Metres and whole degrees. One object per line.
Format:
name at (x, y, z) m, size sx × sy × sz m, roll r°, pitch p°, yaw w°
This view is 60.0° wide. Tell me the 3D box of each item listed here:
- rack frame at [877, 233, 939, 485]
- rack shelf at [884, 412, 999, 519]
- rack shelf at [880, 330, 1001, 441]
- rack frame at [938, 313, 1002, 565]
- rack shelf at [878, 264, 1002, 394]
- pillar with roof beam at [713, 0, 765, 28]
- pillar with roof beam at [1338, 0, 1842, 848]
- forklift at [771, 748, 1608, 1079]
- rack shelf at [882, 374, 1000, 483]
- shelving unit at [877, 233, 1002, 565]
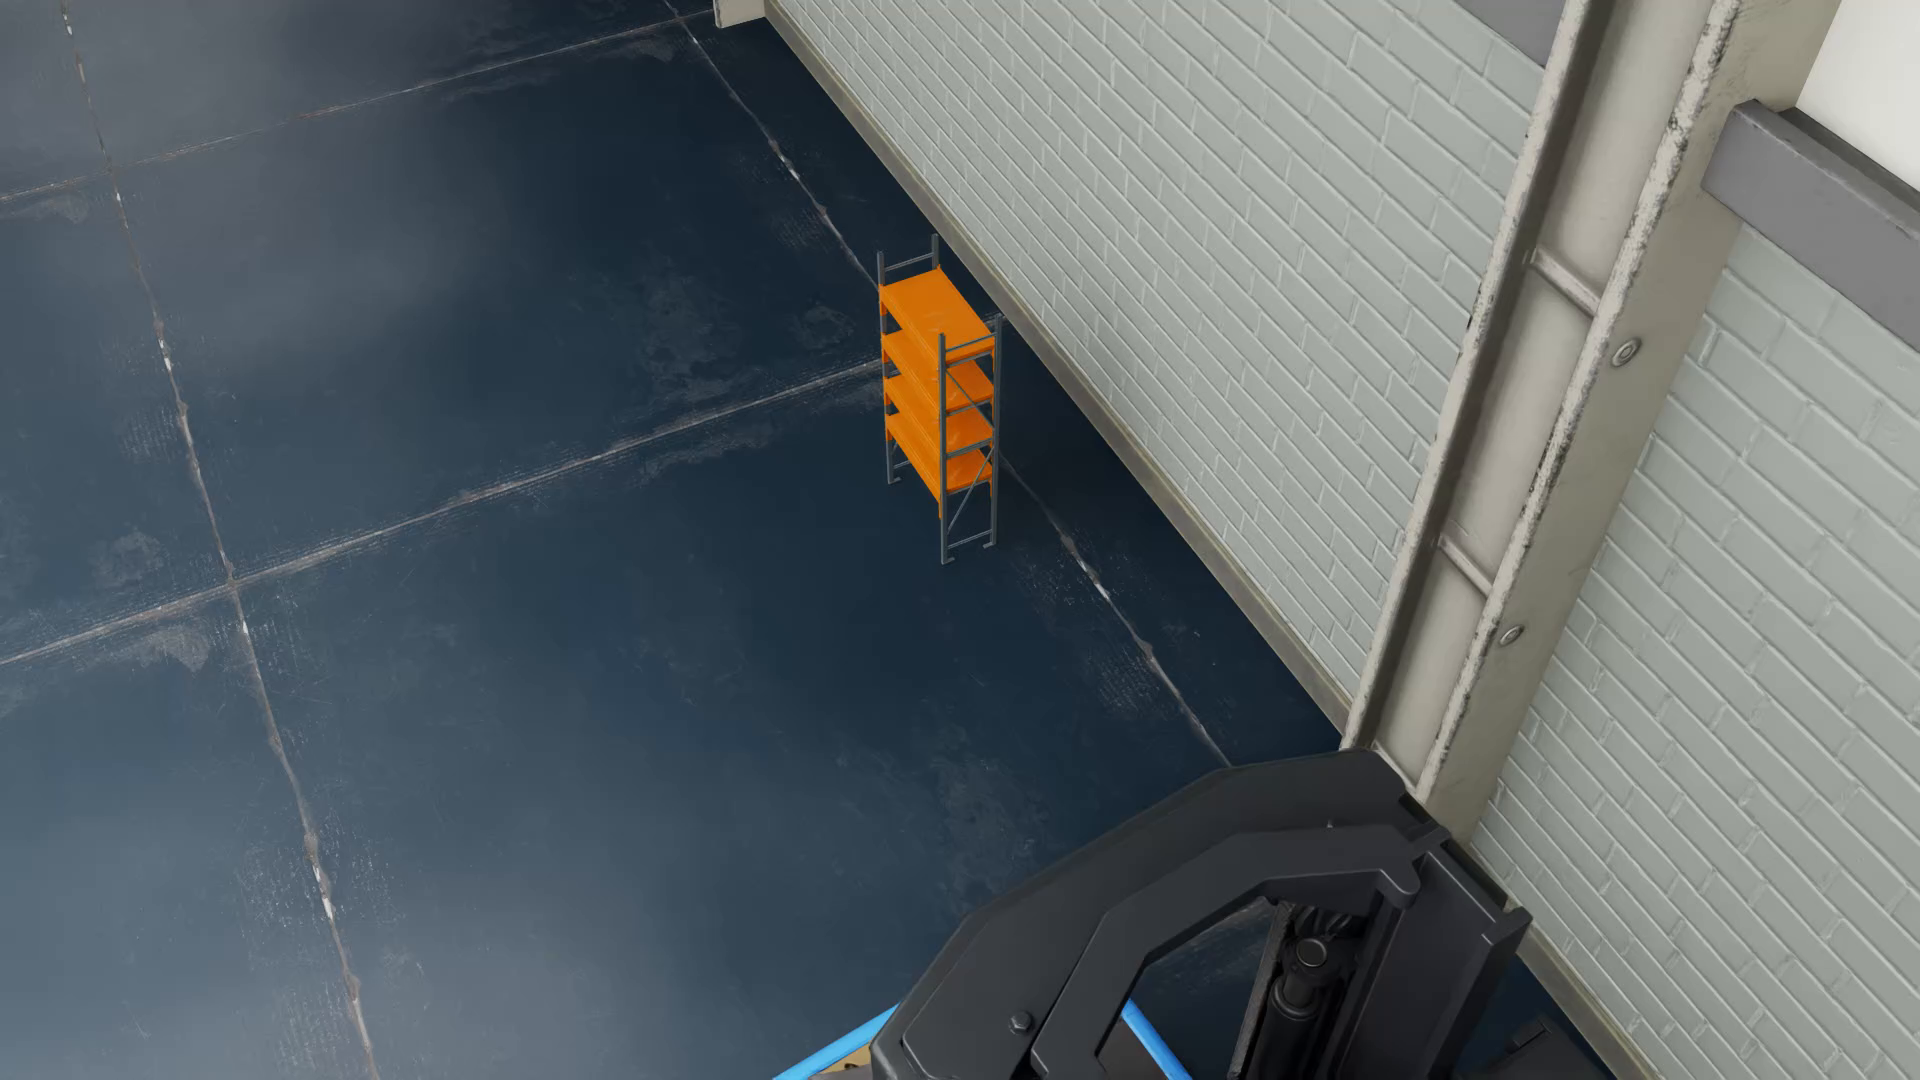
rack frame at (-0.187, -0.669, 6.431) m, size 0.240 × 1.200 × 0.015 m, roll -21°, pitch 52°, yaw -18°
rack shelf at (-0.076, -0.331, 6.488) m, size 0.258 × 0.148 × 0.480 m, roll -21°, pitch 52°, yaw -18°
rack shelf at (-0.076, -0.609, 6.170) m, size 0.258 × 0.148 × 0.480 m, roll -21°, pitch 52°, yaw -18°
rack frame at (0.036, -0.342, 6.145) m, size 0.240 × 1.200 × 0.015 m, roll -21°, pitch 52°, yaw -18°
rack shelf at (-0.076, -0.764, 5.992) m, size 0.258 × 0.148 × 0.480 m, roll -21°, pitch 52°, yaw -18°
pillar with roof beam at (-5.098, -4.460, 4.565) m, size 9.100 × 9.000 × 0.400 m, roll -21°, pitch 52°, yaw -18°
pillar with roof beam at (-2.352, -0.445, 1.053) m, size 9.100 × 9.000 × 0.400 m, roll -21°, pitch 52°, yaw -18°
forklift at (0.655, 1.848, 3.079) m, size 1.130 × 2.935 × 3.031 m, roll -26°, pitch 54°, yaw -21°
rack shelf at (-0.076, -0.462, 6.339) m, size 0.258 × 0.148 × 0.480 m, roll -21°, pitch 52°, yaw -18°
shelving unit at (-0.076, -0.506, 6.288) m, size 0.258 × 1.200 × 0.503 m, roll -21°, pitch 52°, yaw -18°
